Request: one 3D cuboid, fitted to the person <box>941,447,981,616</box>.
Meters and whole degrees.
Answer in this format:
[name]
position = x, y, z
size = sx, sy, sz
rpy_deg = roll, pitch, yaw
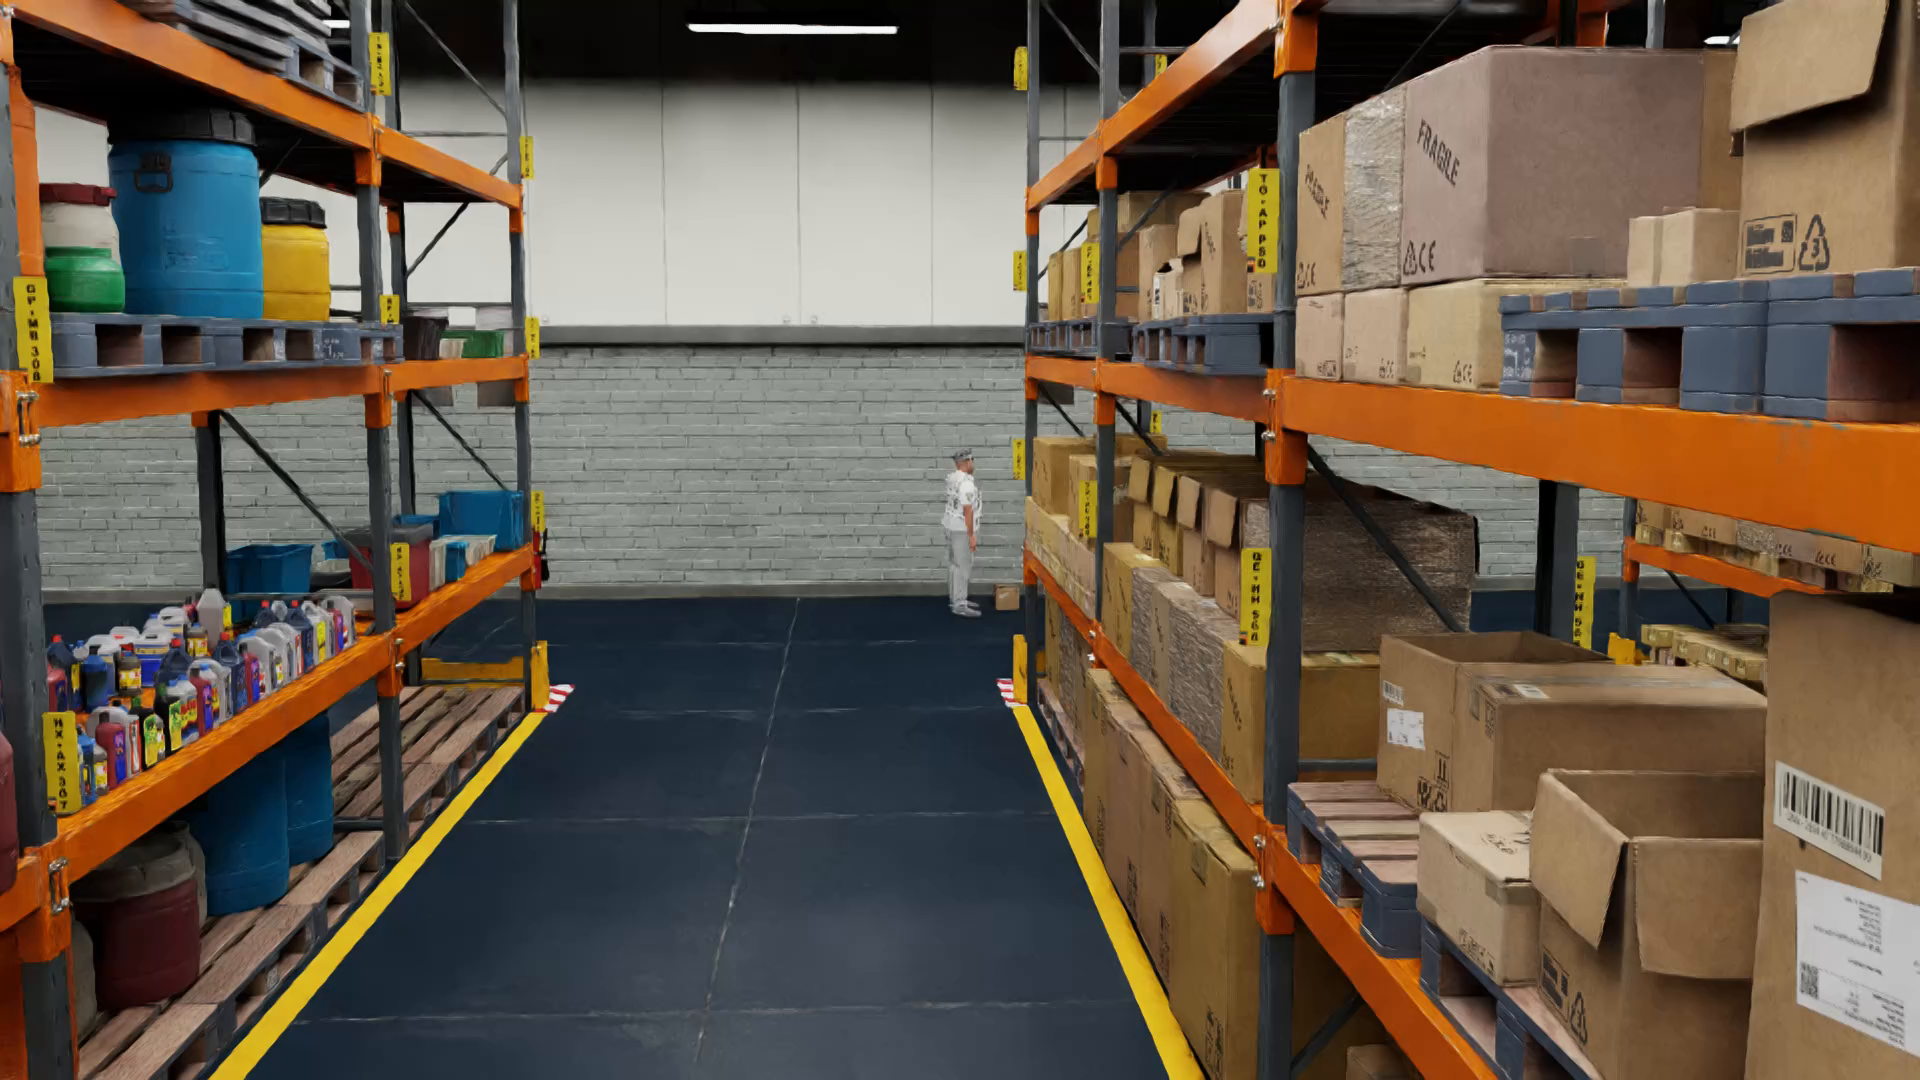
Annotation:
[person]
position = 0.031, -0.104, 17.810
size = 0.430, 1.778, 0.664
rpy_deg = -2, 7, -18
